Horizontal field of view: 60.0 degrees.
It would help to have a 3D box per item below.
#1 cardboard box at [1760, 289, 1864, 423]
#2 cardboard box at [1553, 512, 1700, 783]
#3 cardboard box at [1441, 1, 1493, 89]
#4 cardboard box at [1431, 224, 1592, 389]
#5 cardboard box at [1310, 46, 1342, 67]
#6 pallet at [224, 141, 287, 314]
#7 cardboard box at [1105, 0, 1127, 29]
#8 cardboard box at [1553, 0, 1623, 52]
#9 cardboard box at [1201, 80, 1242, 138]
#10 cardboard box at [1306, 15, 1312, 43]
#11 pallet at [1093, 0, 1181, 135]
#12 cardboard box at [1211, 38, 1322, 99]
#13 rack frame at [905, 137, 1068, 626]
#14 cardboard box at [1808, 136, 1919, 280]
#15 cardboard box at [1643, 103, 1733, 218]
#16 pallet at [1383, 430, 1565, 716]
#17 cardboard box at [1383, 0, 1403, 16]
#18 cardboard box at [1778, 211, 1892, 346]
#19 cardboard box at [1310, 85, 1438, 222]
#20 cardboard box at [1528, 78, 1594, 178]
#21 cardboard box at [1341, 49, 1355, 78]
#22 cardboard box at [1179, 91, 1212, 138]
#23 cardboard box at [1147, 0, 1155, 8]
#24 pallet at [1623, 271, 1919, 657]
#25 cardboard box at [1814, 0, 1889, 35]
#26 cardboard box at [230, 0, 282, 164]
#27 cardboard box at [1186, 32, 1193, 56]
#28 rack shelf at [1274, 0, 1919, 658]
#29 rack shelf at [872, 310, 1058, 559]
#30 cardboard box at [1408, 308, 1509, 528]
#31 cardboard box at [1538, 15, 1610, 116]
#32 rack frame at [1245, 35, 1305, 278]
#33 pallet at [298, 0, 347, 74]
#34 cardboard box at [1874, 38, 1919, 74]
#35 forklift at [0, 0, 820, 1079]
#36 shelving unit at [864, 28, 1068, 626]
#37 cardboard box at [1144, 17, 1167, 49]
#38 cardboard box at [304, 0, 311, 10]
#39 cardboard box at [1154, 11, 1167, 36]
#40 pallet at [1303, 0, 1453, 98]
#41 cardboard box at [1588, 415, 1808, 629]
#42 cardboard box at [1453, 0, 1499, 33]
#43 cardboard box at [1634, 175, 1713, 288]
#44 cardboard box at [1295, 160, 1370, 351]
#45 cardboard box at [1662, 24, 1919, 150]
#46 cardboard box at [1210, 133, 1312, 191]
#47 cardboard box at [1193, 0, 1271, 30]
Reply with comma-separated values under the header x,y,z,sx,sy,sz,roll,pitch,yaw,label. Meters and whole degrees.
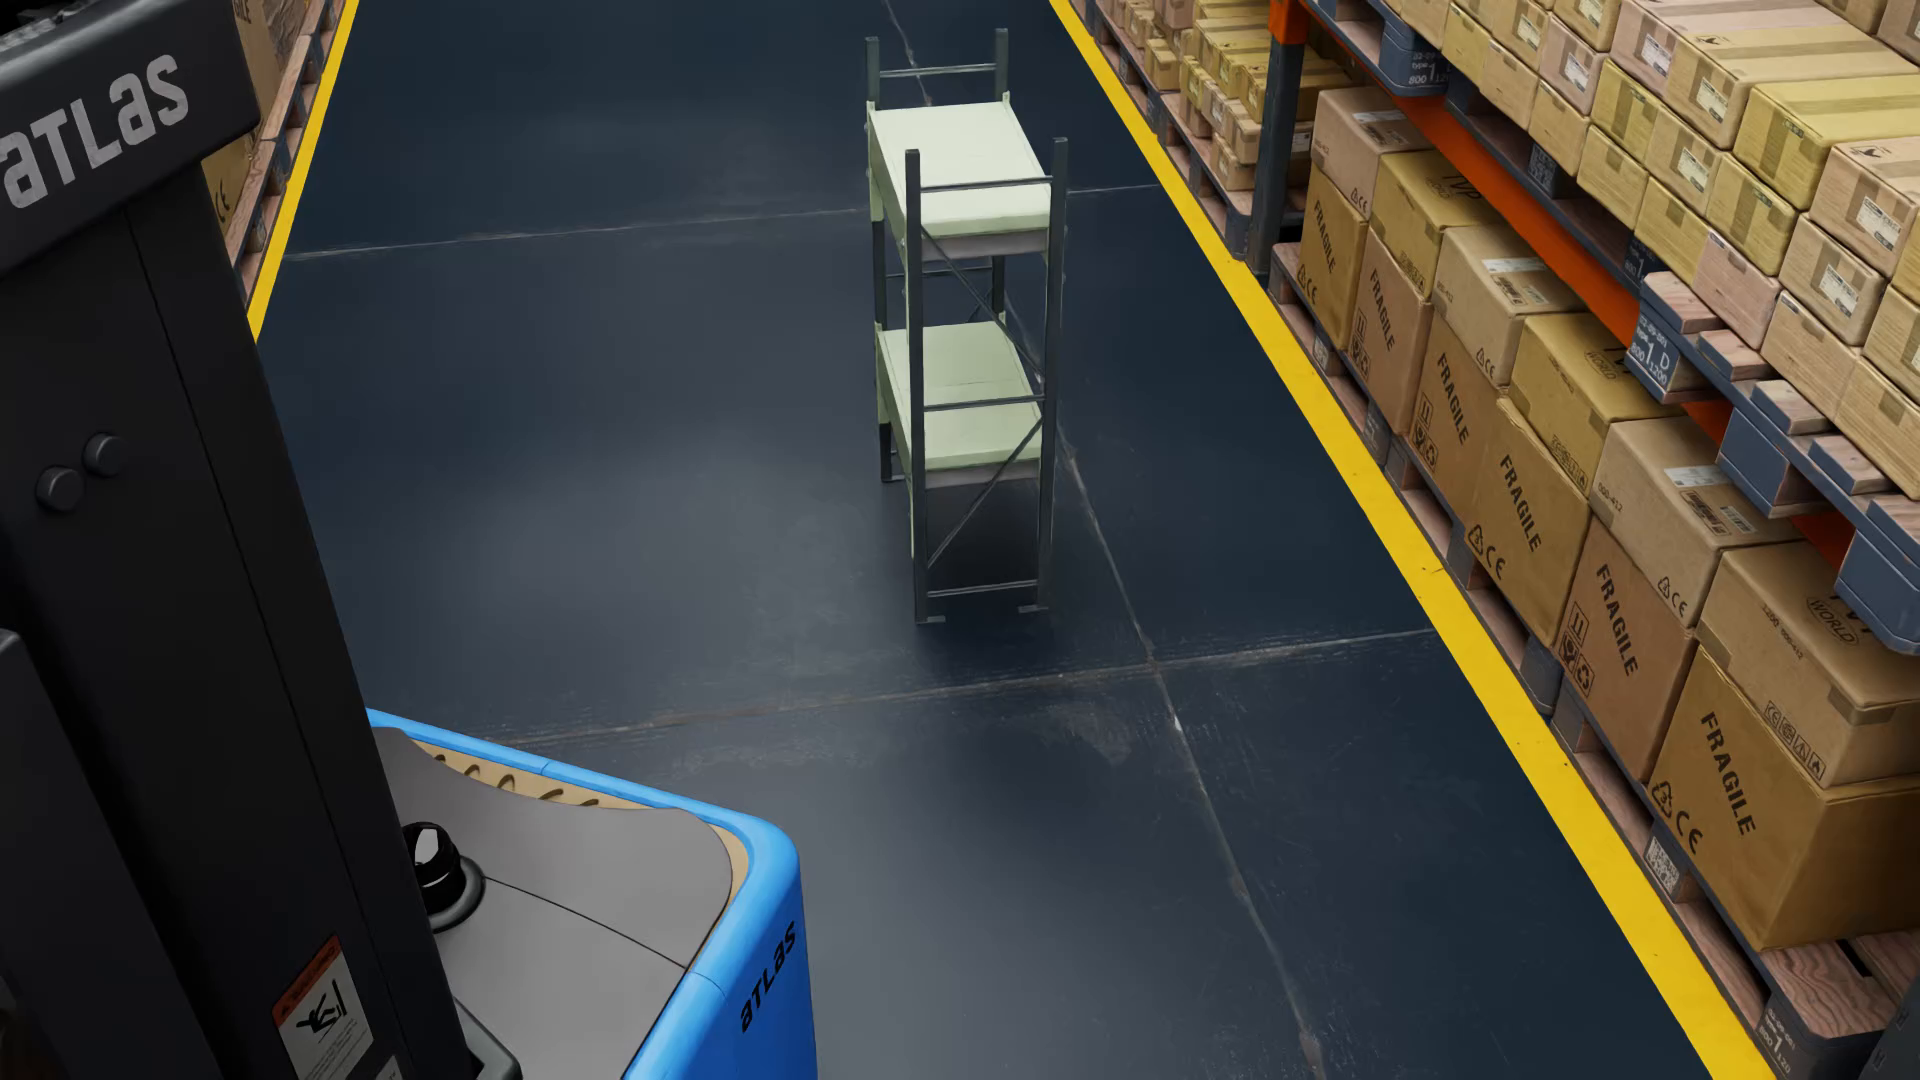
x,y,z,sx,sy,sz,roll,pitch,yaw,label
1.768,-0.366,3.138,0.380,0.149,0.250,-6,38,-8,cardboard box
1.889,0.237,4.195,0.500,0.500,0.500,-5,38,-6,cardboard box
1.498,-1.308,4.351,0.380,0.149,0.250,-7,38,-9,cardboard box
1.698,-0.687,4.773,0.500,0.250,0.500,-5,38,-6,cardboard box
1.688,-2.014,7.136,0.380,0.149,0.250,-6,38,-8,cardboard box
-3.309,-1.211,6.636,1.003,0.211,1.213,-6,38,-8,pallet
0.933,-2.653,8.202,0.380,0.149,0.250,-8,39,-10,cardboard box
1.587,-1.230,3.766,0.380,0.149,0.250,-4,38,-6,cardboard box
1.220,-1.792,6.851,0.380,0.149,0.250,-8,39,-10,cardboard box
1.640,-2.297,7.258,0.380,0.149,0.250,-7,38,-9,cardboard box
1.278,-2.356,8.110,1.003,0.211,1.213,-6,38,-8,pallet
1.245,-1.929,6.784,0.380,0.149,0.250,-6,38,-7,cardboard box
0.065,-0.367,4.500,0.400,1.500,0.023,-6,38,-8,rack frame
1.770,-0.601,2.956,0.380,0.149,0.250,-7,38,-9,cardboard box
1.674,-0.805,3.461,0.380,0.149,0.250,-6,38,-8,cardboard box
2.003,-0.007,5.087,1.003,0.211,1.213,-6,38,-8,pallet
1.401,-1.626,4.760,0.380,0.149,0.250,-6,38,-7,cardboard box
1.766,-0.495,3.062,0.380,0.149,0.250,-5,38,-6,cardboard box
1.517,-1.317,5.584,0.500,0.250,0.500,-8,39,-10,cardboard box
1.590,-0.991,3.943,0.380,0.149,0.250,-5,38,-7,cardboard box
1.801,-1.995,6.869,0.380,0.149,0.250,-4,38,-6,cardboard box
1.170,-1.875,7.201,0.380,0.149,0.250,-7,38,-9,cardboard box
1.028,-2.558,7.595,0.380,0.149,0.250,-8,38,-10,cardboard box
2.119,-0.244,3.275,1.213,0.211,1.003,-6,38,-8,pallet
2.227,-1.296,3.851,0.380,0.149,0.250,-5,38,-7,cardboard box
-3.448,-2.122,6.926,0.875,0.875,0.875,-6,38,-8,cardboard box
1.208,-2.114,7.265,0.380,0.149,0.250,-6,38,-8,cardboard box
1.998,-0.825,4.453,1.077,0.370,4.000,-6,38,-8,rack shelf
0.001,-0.331,4.985,0.431,0.370,0.720,-6,38,-8,rack shelf
1.716,-0.386,4.997,0.500,0.500,0.500,-6,38,-7,cardboard box
1.586,-1.113,3.858,0.380,0.149,0.250,-5,38,-7,cardboard box
1.648,-2.317,5.787,1.000,3.000,0.127,-6,38,-8,rack frame
-3.737,-2.684,8.533,1.003,0.211,1.213,-6,38,-8,pallet
2.275,-1.026,3.745,0.380,0.149,0.250,-6,38,-8,cardboard box
-1.242,0.935,1.657,1.130,2.935,3.031,13,40,16,forklift
0.001,-0.588,4.785,0.431,1.500,0.755,-6,38,-8,shelving unit
1.082,-2.347,7.807,0.380,0.149,0.250,-6,38,-7,cardboard box
-3.763,-3.209,8.325,0.875,0.875,0.875,-6,38,-8,cardboard box
1.117,-2.430,7.672,0.380,0.149,0.250,-8,39,-10,cardboard box
1.638,-1.764,5.231,1.003,0.211,1.213,-6,38,-8,pallet
1.872,-0.064,3.972,0.500,0.250,0.500,-6,38,-7,cardboard box
1.499,-1.421,4.255,0.380,0.149,0.250,-7,38,-9,cardboard box
1.683,-0.672,3.533,0.380,0.149,0.250,-7,38,-9,cardboard box
1.516,-1.020,5.814,0.500,0.500,0.500,-5,38,-6,cardboard box
1.674,-0.920,3.367,0.380,0.149,0.250,-5,38,-7,cardboard box
1.244,-1.557,6.790,0.380,0.149,0.250,-6,38,-7,cardboard box
1.226,-2.243,7.189,0.380,0.149,0.250,-5,38,-6,cardboard box
